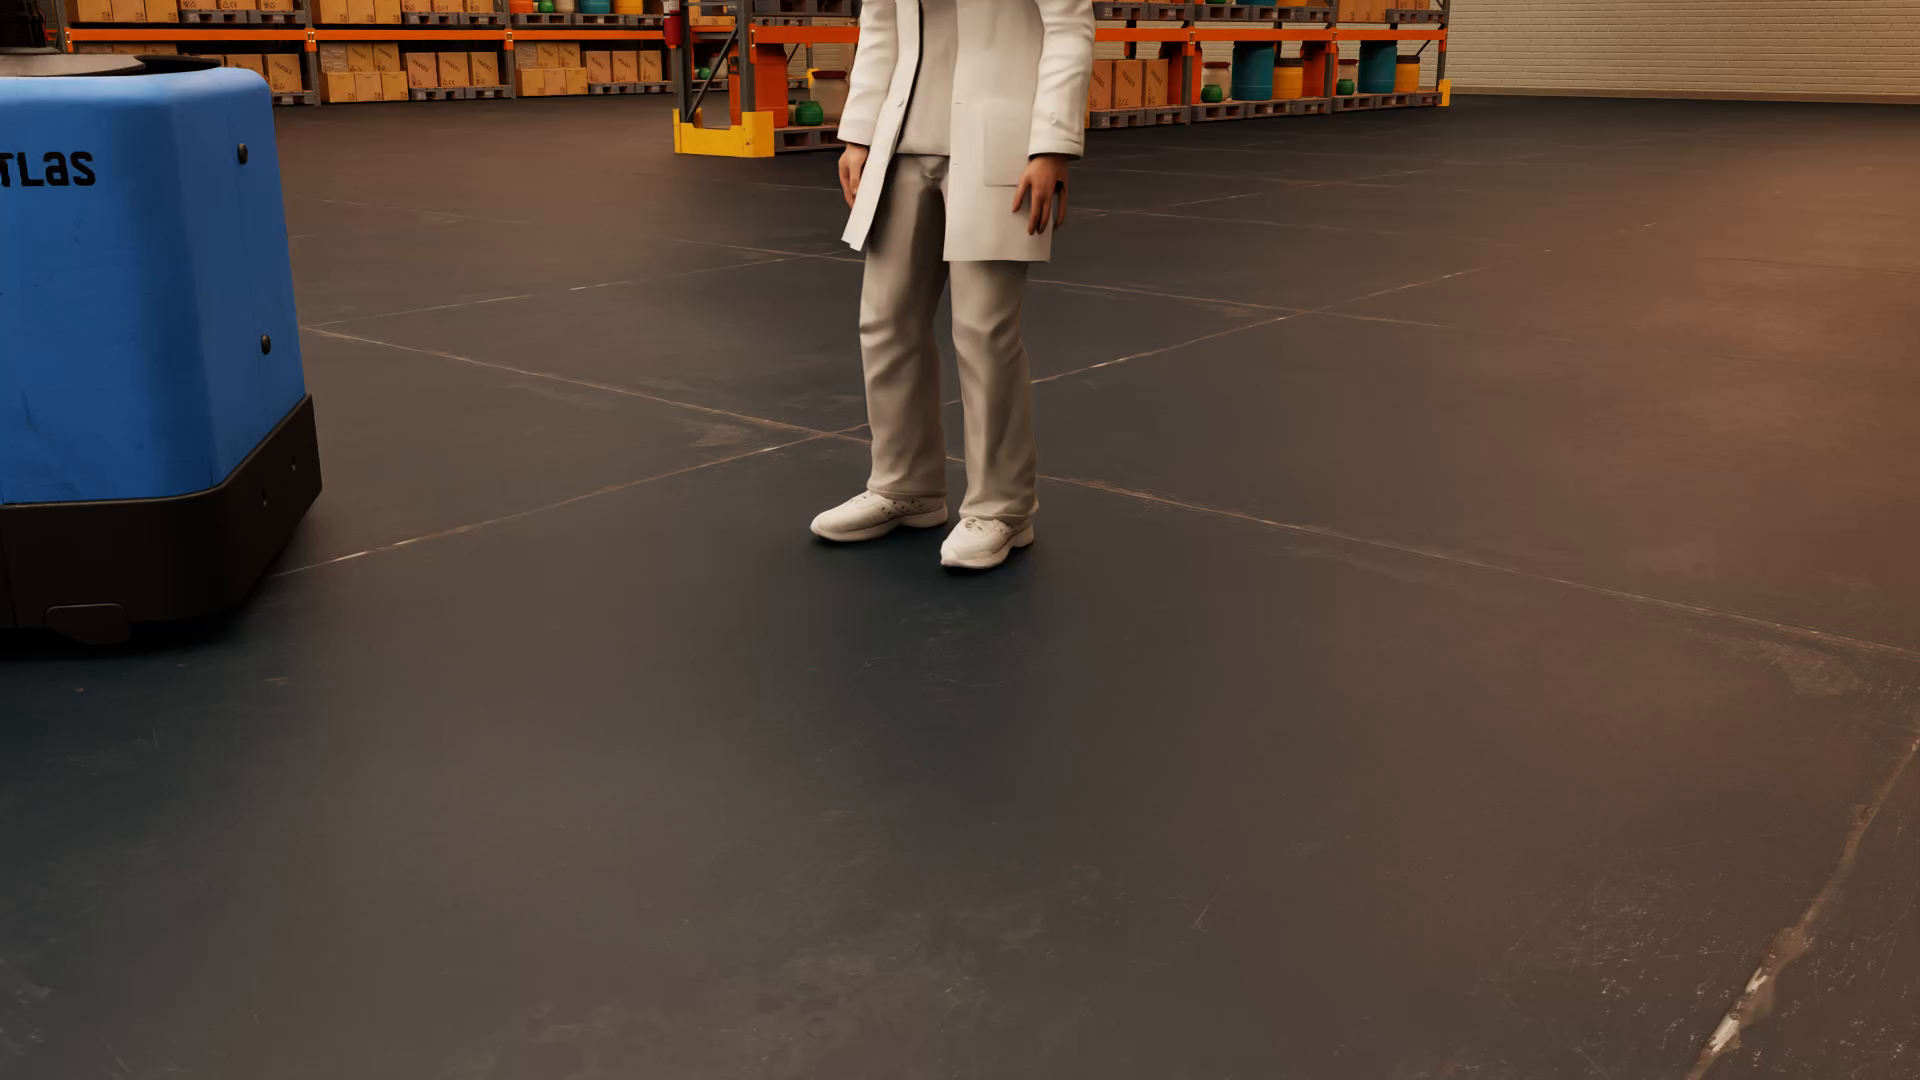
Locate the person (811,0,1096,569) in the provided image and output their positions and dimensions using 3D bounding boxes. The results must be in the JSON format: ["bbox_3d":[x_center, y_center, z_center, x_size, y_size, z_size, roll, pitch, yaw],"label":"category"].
[{"bbox_3d":[-0.013,-0.840,3.655,0.644,1.773,0.431,13,21,36],"label":"person"}]

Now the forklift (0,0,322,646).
[{"bbox_3d":[-2.989,-1.258,3.040,3.031,2.935,1.130,-3,17,-10],"label":"forklift"}]
